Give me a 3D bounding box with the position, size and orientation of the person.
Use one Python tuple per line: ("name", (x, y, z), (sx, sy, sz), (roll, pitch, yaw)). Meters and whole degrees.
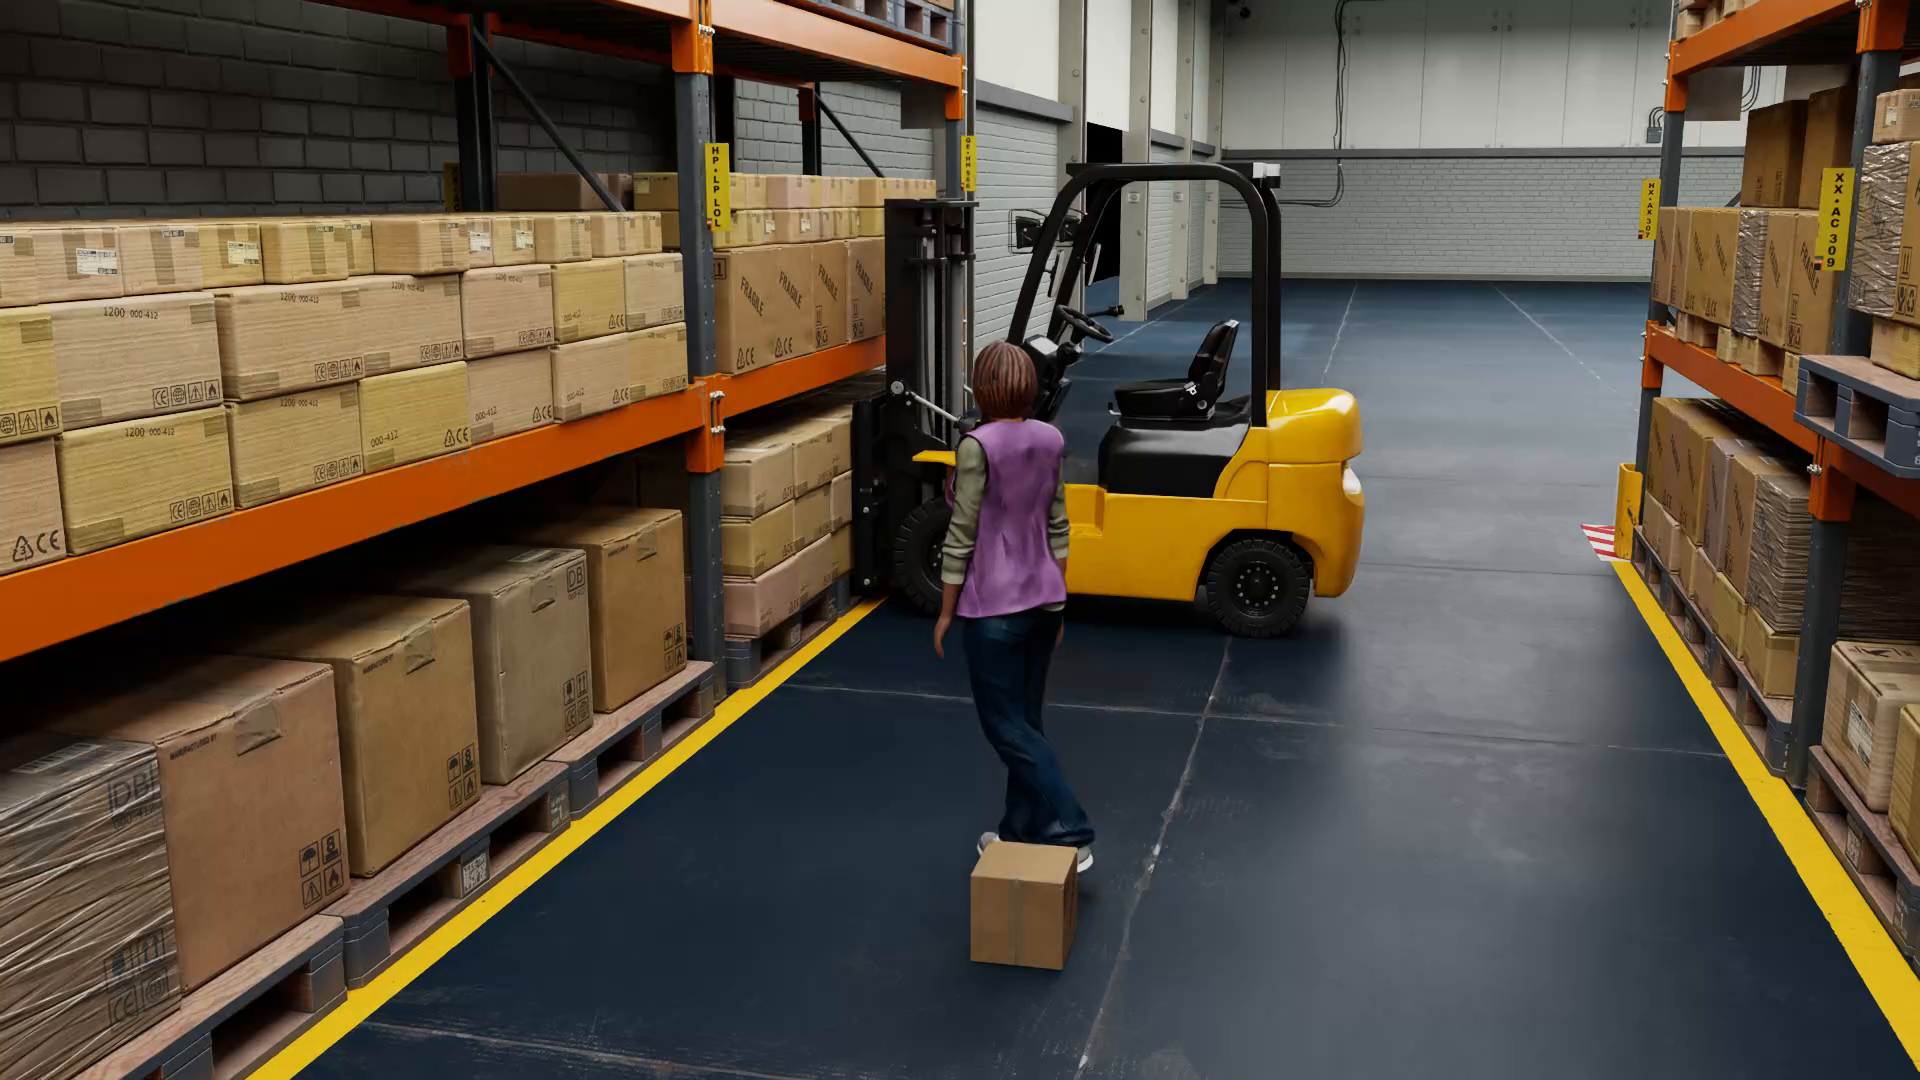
("person", (0.184, 0.224, 4.851), (0.421, 1.595, 0.475), (-11, 16, -44))
